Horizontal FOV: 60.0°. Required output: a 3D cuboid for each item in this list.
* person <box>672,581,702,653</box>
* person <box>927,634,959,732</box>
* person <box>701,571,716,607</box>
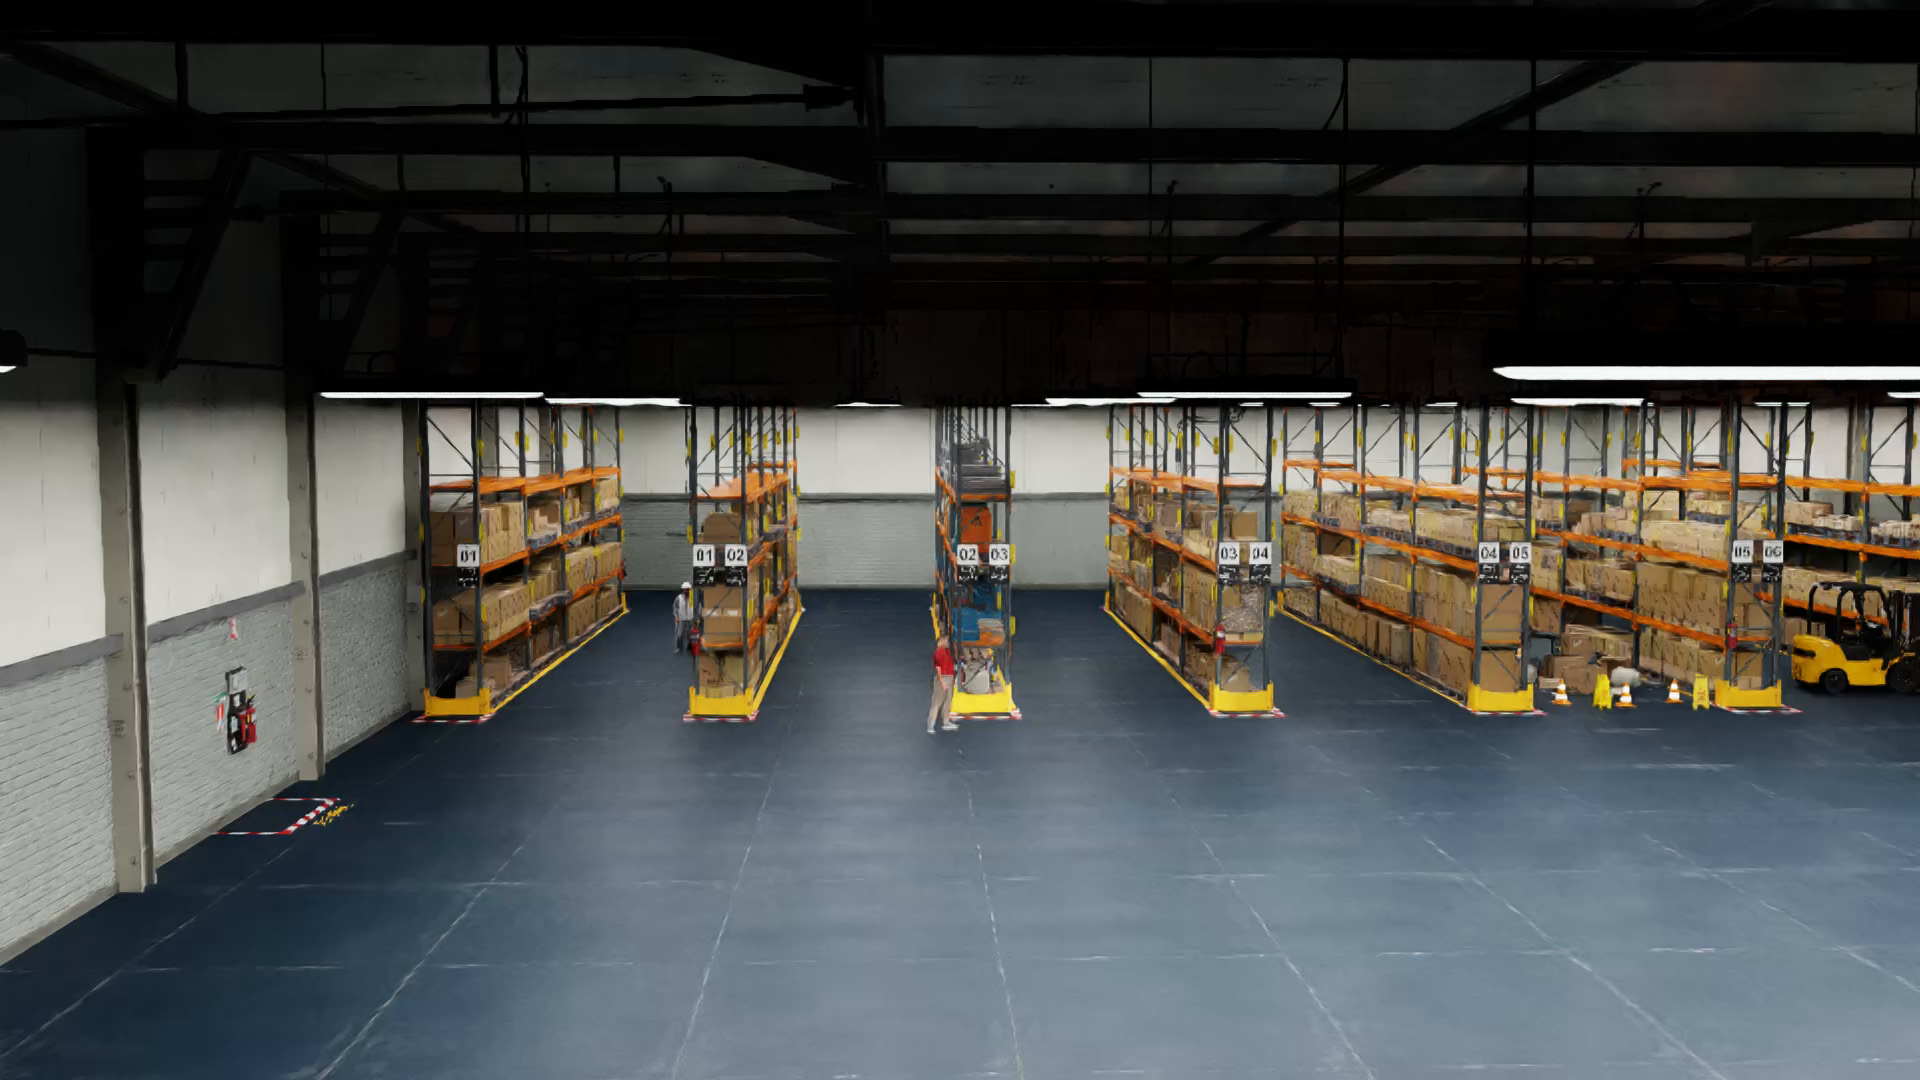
[{"bbox_3d":[-6.372,1.814,38.825,0.677,1.726,0.574,0,5,-4],"label":"person"},{"bbox_3d":[-0.328,2.529,29.560,0.447,1.727,0.721,2,5,23],"label":"person"},{"bbox_3d":[-6.883,1.364,45.714,0.566,1.541,0.519,0,5,-4],"label":"person"}]
